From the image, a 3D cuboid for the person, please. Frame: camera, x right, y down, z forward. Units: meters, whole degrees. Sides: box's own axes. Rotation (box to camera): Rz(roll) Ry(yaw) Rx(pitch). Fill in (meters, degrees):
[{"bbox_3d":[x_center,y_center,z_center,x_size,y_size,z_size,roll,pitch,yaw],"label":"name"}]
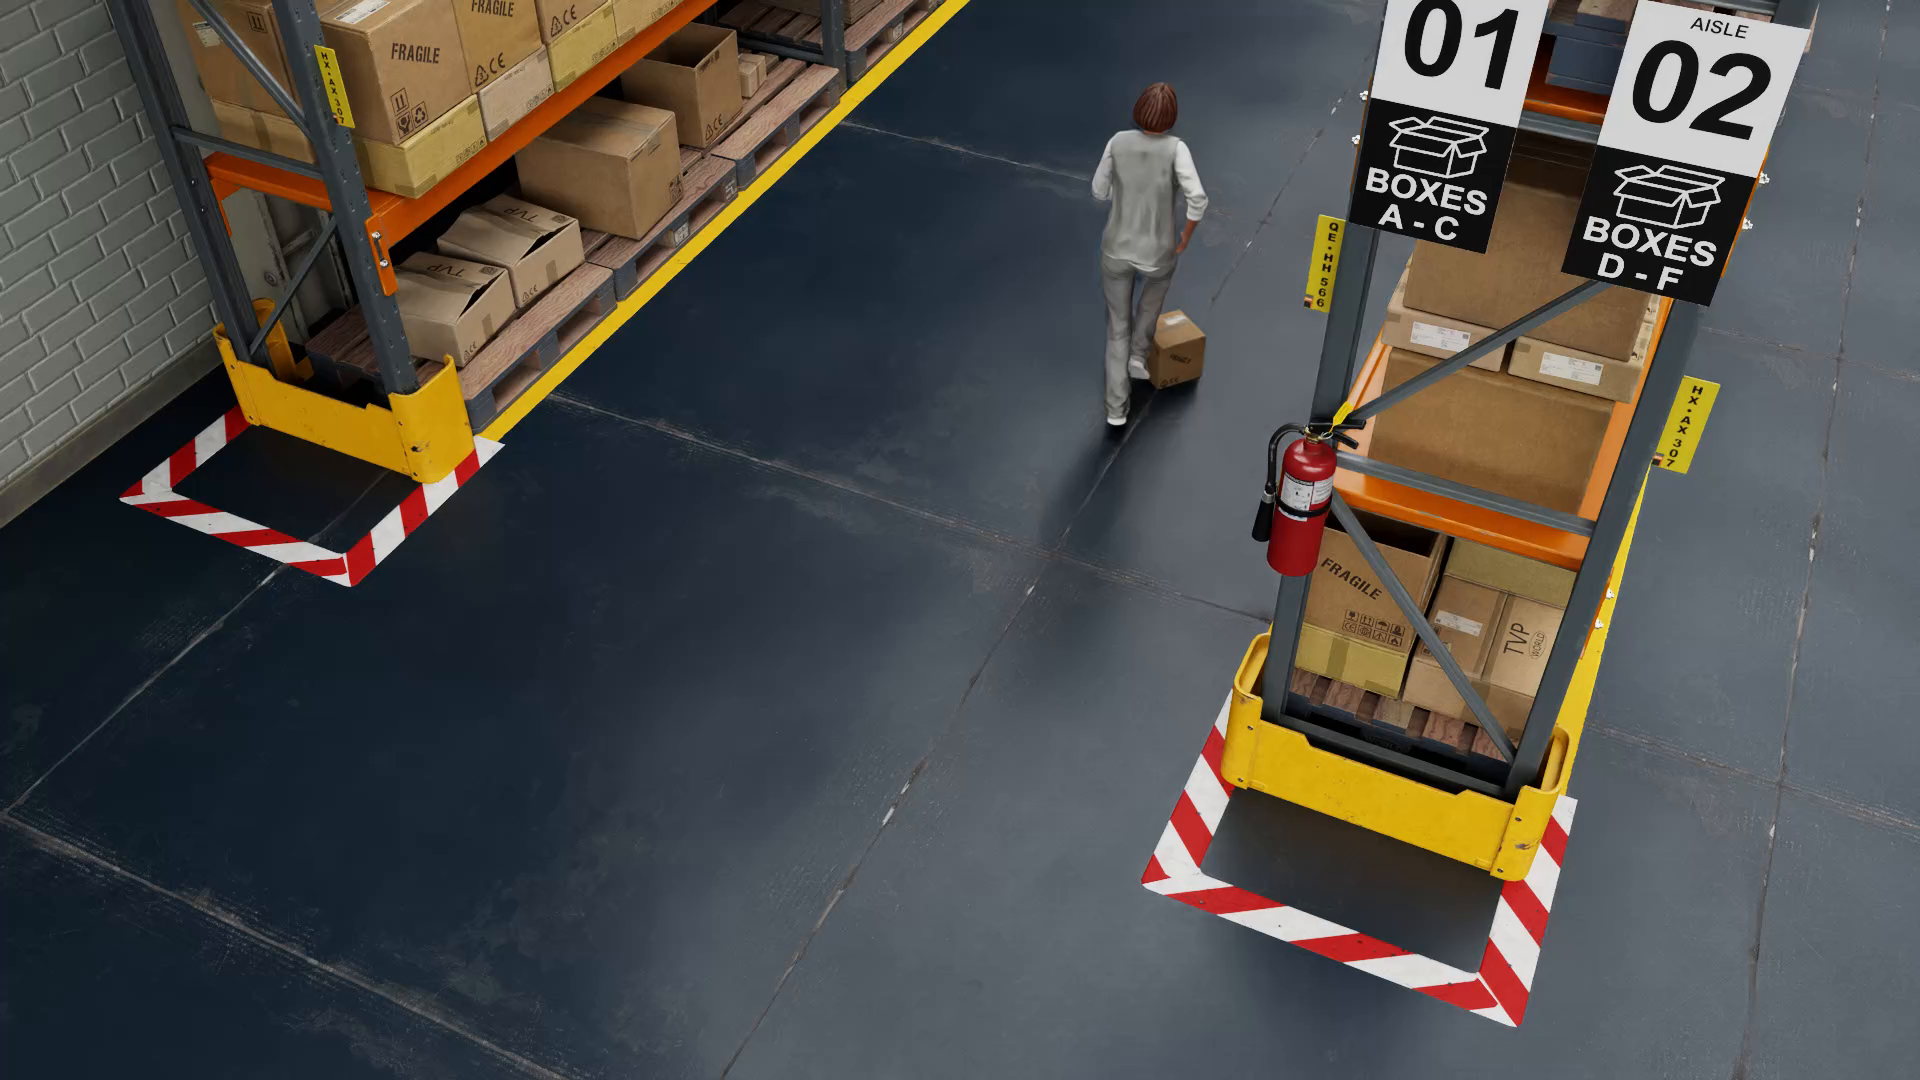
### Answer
[{"bbox_3d":[0.834,-1.299,7.596,0.546,1.519,0.775,9,43,10],"label":"person"}]
